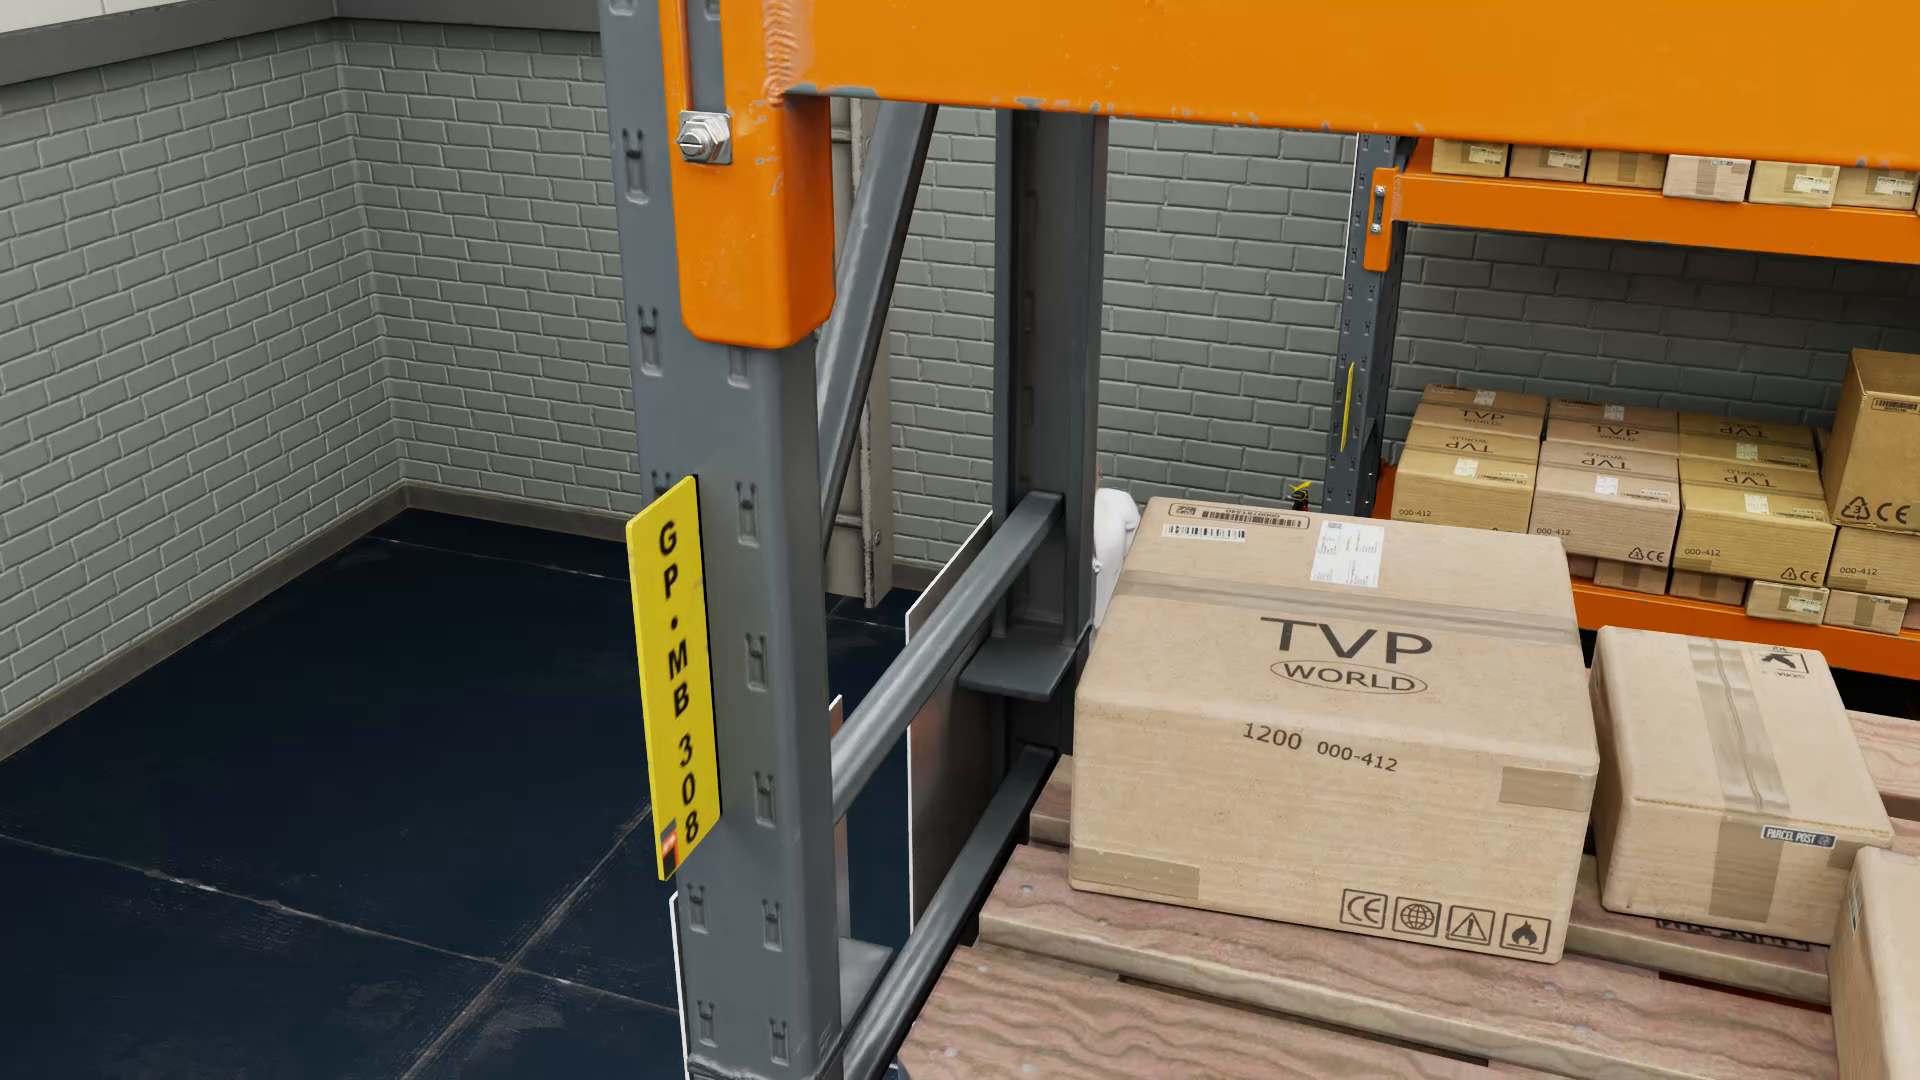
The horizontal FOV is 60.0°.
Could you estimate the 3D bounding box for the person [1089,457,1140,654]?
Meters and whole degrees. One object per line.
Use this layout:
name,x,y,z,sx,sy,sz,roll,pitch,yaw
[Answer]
person,0.445,0.451,6.891,0.634,1.588,0.606,-2,25,-5
